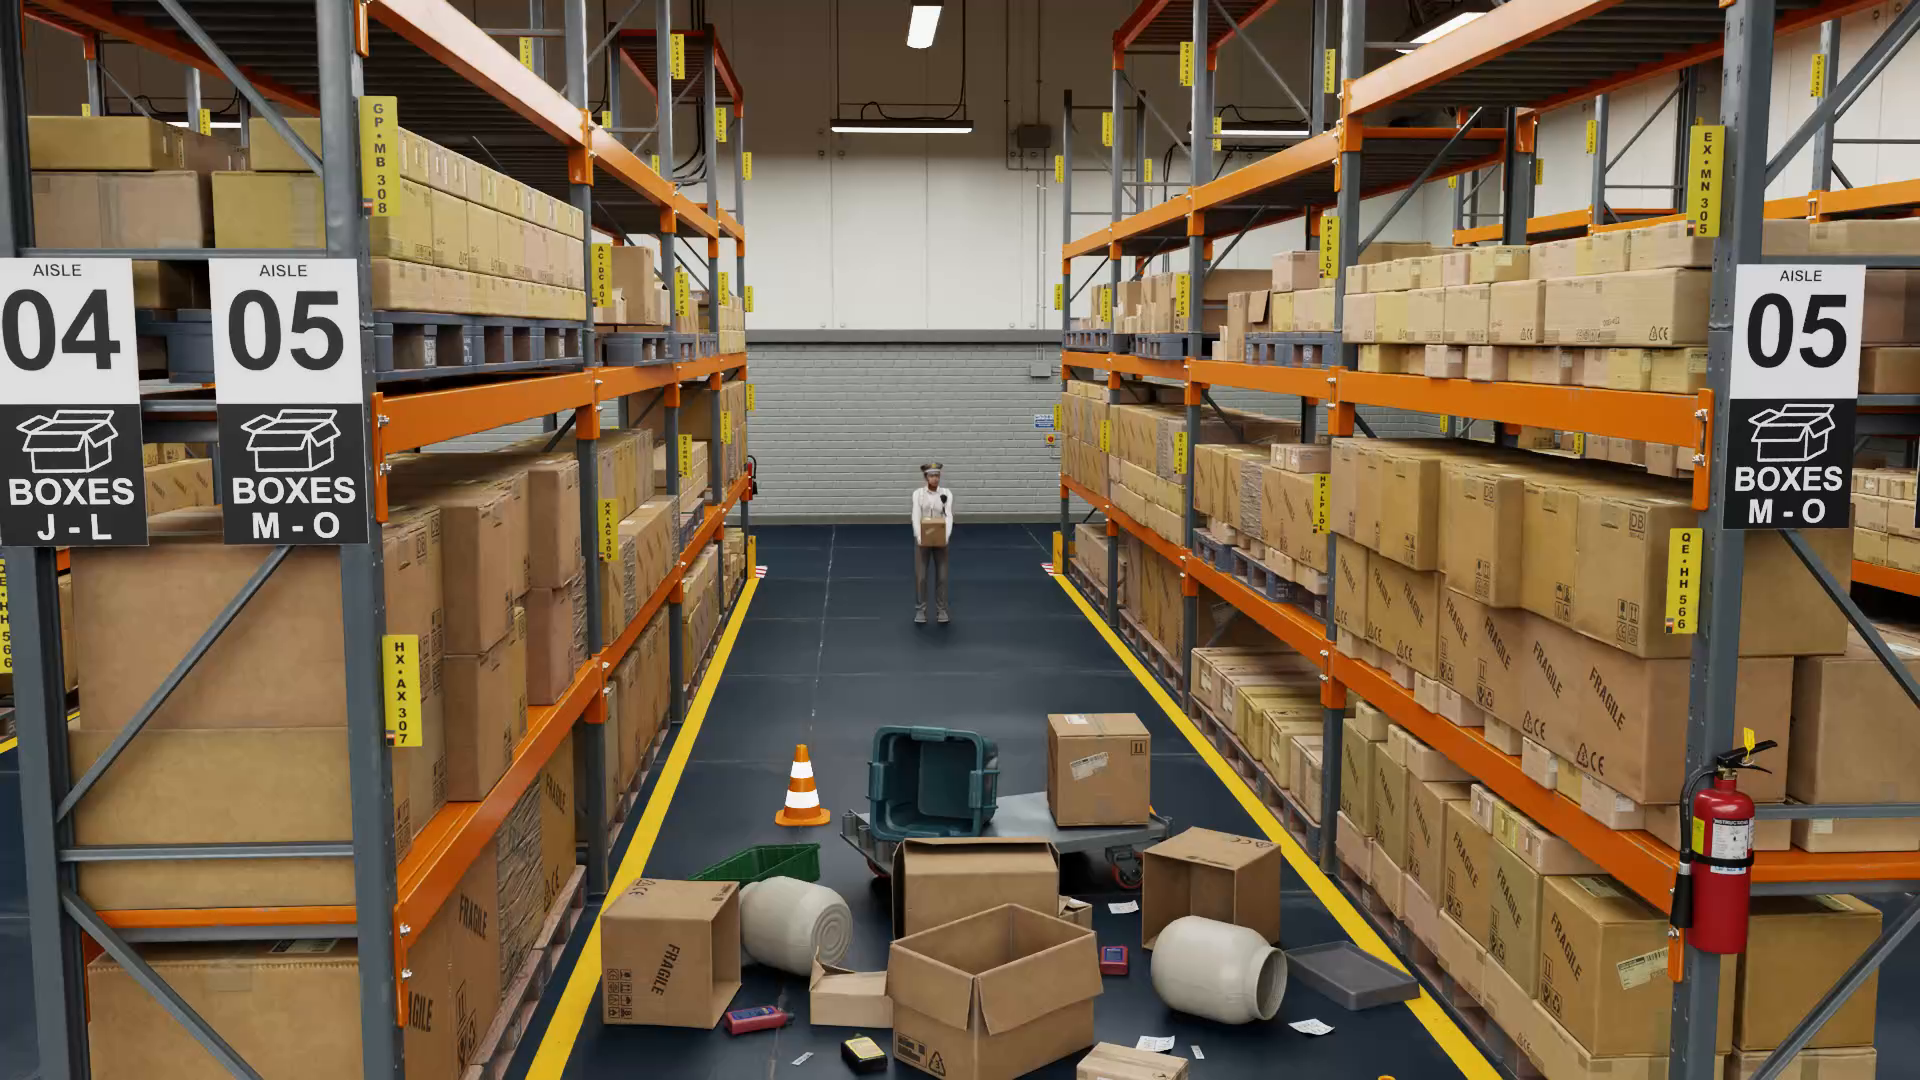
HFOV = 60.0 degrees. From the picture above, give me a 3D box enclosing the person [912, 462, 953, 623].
[{"bbox_3d":[-0.290,0.028,17.442,0.435,1.691,0.525,-1,7,-4],"label":"person"}]
